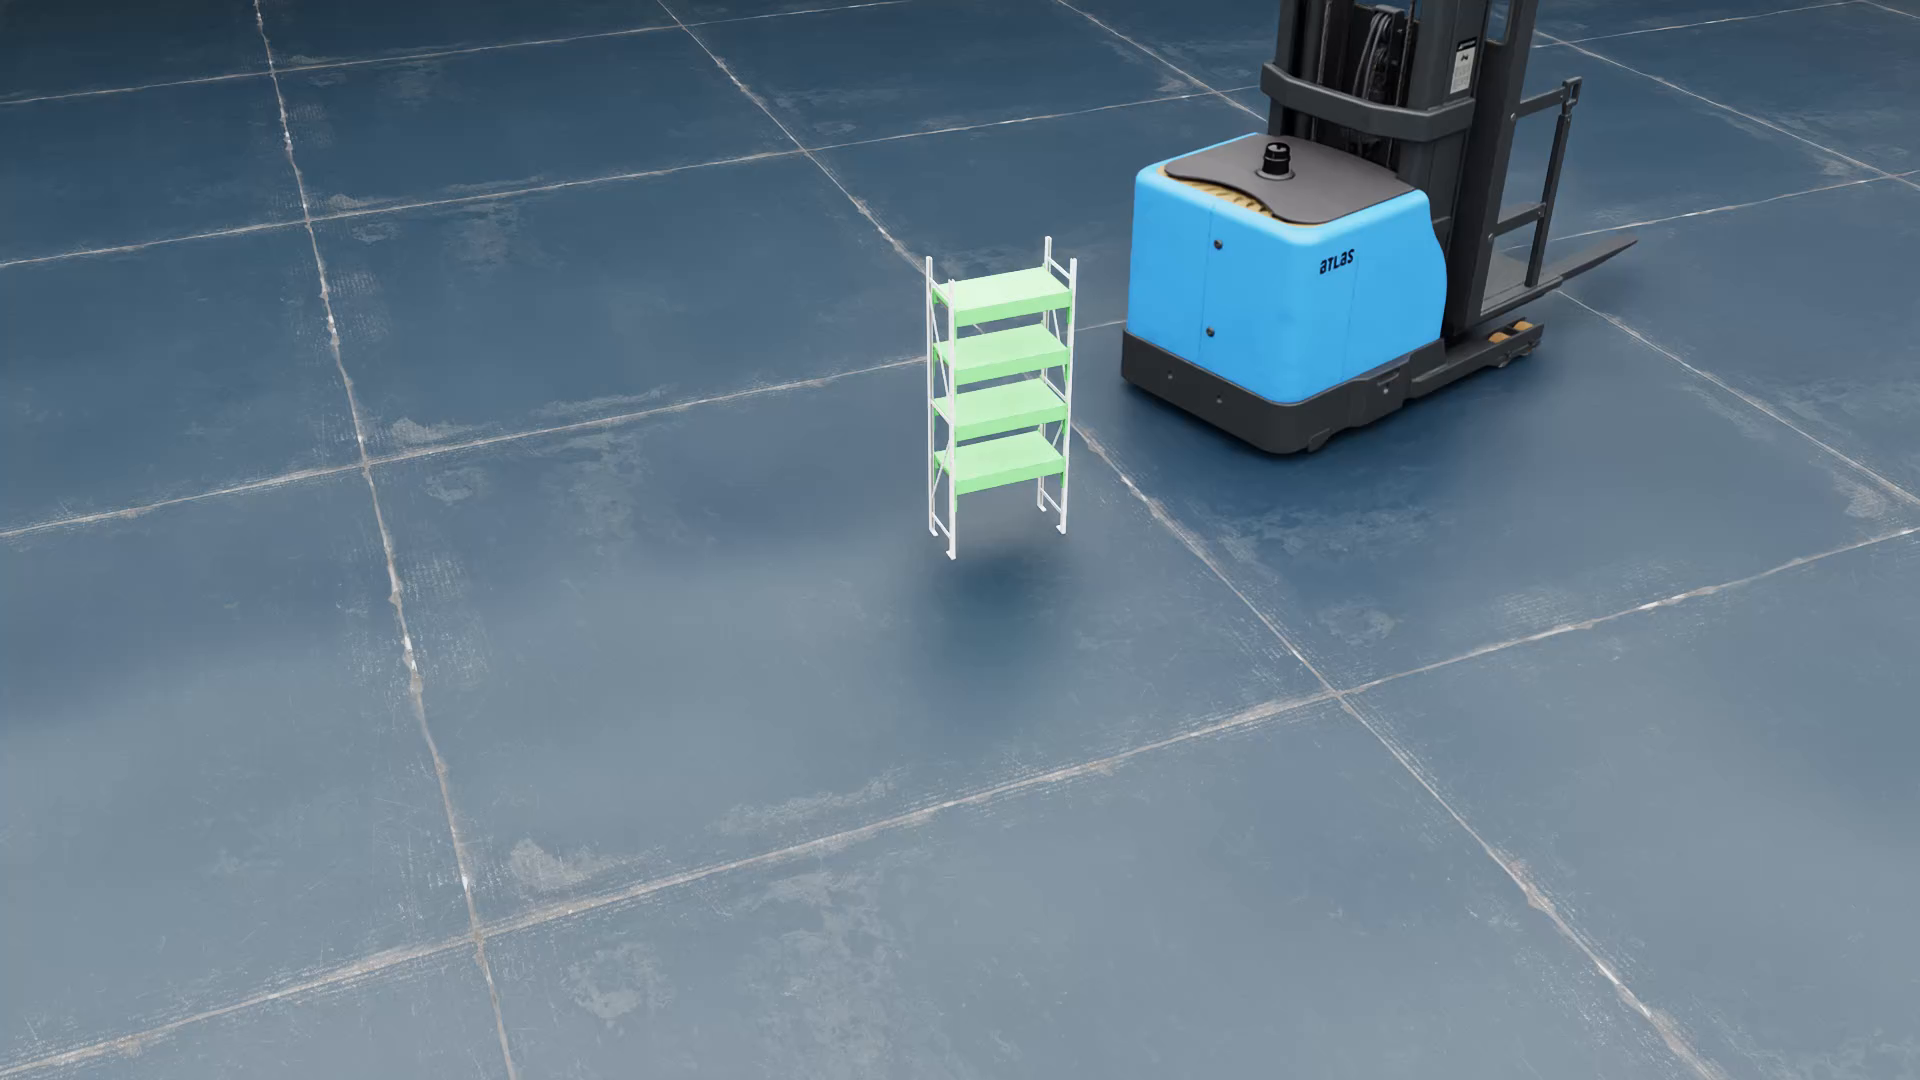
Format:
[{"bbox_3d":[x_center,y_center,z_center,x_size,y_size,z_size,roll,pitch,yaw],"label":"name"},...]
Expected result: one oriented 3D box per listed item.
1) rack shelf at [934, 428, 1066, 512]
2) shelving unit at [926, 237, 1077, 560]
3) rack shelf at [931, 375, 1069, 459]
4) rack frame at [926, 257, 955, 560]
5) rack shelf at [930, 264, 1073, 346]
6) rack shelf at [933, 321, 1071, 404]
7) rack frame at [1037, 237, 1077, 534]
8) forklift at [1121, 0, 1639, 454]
[{"bbox_3d":[0.153,-0.283,6.642,0.480,0.148,0.258,-13,35,-19],"label":"rack shelf"},{"bbox_3d":[0.153,-0.538,6.476,0.503,1.200,0.258,-13,35,-19],"label":"shelving unit"},{"bbox_3d":[0.153,-0.484,6.511,0.480,0.148,0.258,-13,35,-19],"label":"rack shelf"},{"bbox_3d":[-0.072,-0.486,6.397,0.015,1.200,0.240,-13,35,-19],"label":"rack frame"},{"bbox_3d":[0.153,-0.887,6.250,0.480,0.148,0.258,-13,35,-19],"label":"rack shelf"},{"bbox_3d":[0.153,-0.685,6.380,0.480,0.148,0.258,-13,35,-19],"label":"rack shelf"},{"bbox_3d":[0.378,-0.589,6.556,0.015,1.200,0.240,-13,35,-19],"label":"rack frame"},{"bbox_3d":[2.215,-2.261,7.537,3.031,2.935,1.130,-24,40,-32],"label":"forklift"}]
